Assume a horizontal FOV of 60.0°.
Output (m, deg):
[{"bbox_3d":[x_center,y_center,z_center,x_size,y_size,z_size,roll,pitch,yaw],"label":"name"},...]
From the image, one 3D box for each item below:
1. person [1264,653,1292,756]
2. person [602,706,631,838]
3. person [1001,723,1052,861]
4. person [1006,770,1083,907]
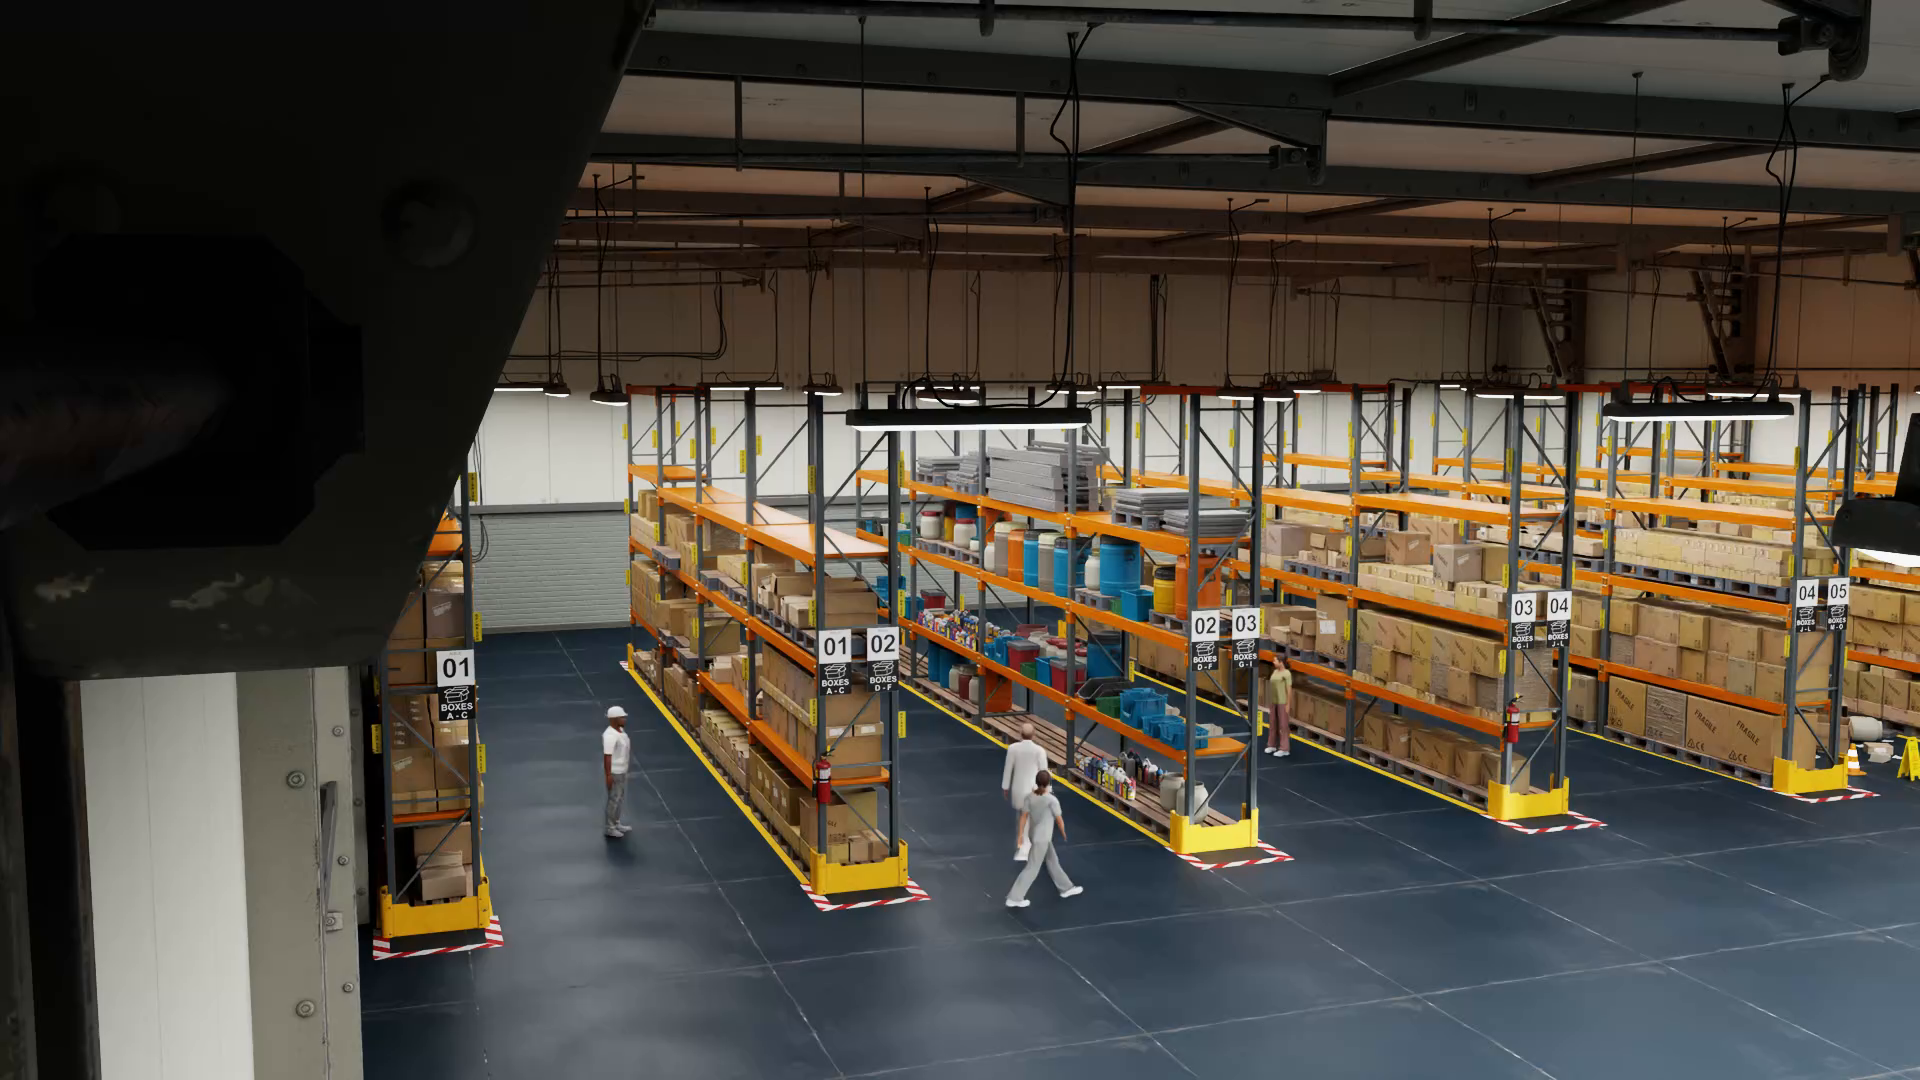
[{"bbox_3d":[5.215,2.679,27.247,0.402,1.678,0.486,-2,6,-23],"label":"person"},{"bbox_3d":[-4.646,3.125,22.548,0.358,1.767,0.689,0,6,3],"label":"person"},{"bbox_3d":[0.928,3.232,21.522,0.635,1.776,0.617,6,8,43],"label":"person"},{"bbox_3d":[1.021,3.485,19.562,1.048,1.596,0.412,-2,6,-17],"label":"person"}]
